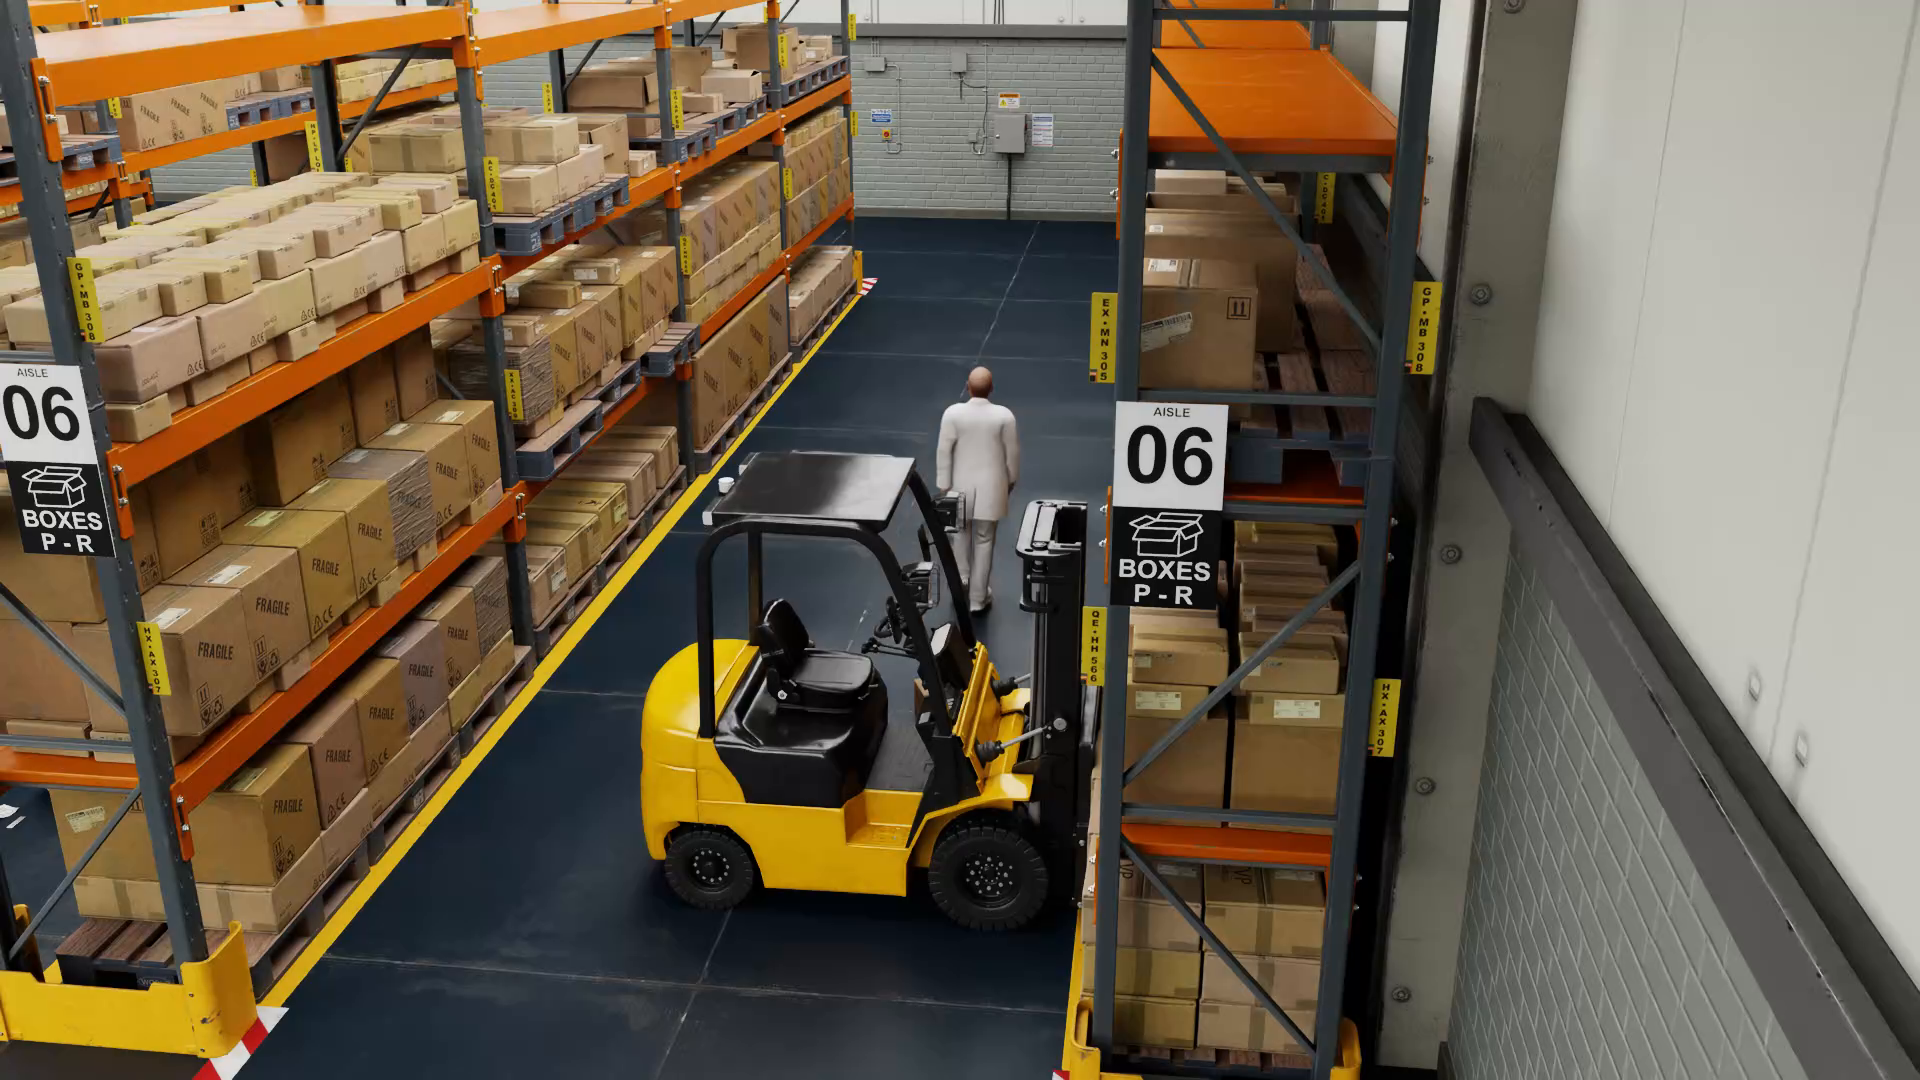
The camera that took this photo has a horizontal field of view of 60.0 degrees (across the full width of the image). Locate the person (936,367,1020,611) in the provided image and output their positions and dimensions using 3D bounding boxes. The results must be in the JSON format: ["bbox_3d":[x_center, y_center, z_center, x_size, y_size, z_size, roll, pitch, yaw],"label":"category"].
[{"bbox_3d":[0.137,-0.364,12.095,0.590,1.846,0.660,3,21,8],"label":"person"}]
